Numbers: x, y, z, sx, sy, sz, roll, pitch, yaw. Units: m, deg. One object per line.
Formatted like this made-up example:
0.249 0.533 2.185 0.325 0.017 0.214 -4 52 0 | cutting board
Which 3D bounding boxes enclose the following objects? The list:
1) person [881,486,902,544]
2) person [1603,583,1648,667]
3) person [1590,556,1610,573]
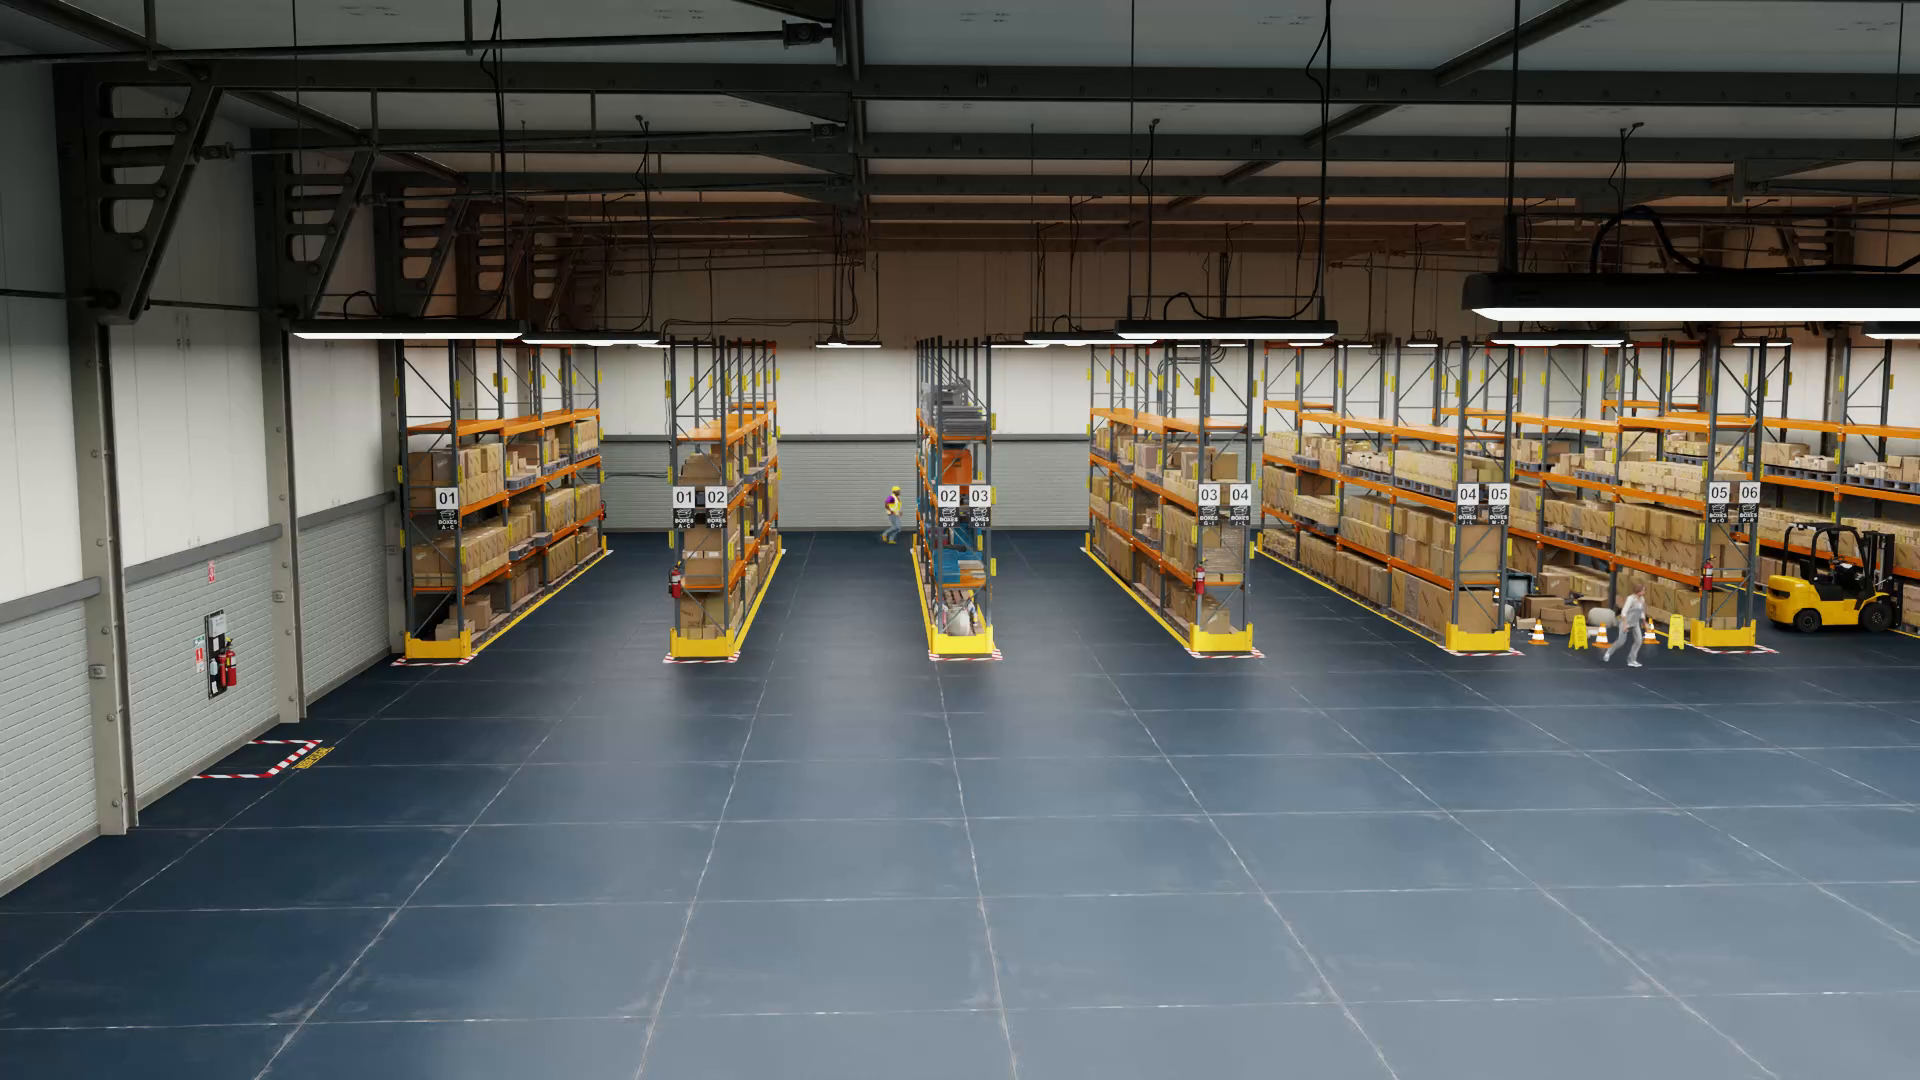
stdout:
-2.019 -0.757 49.674 0.540 1.699 0.781 2 7 15 | person
12.186 1.524 30.377 0.584 1.531 0.709 -4 7 -29 | person
16.407 0.073 42.578 0.654 1.670 0.757 -2 7 -18 | person
